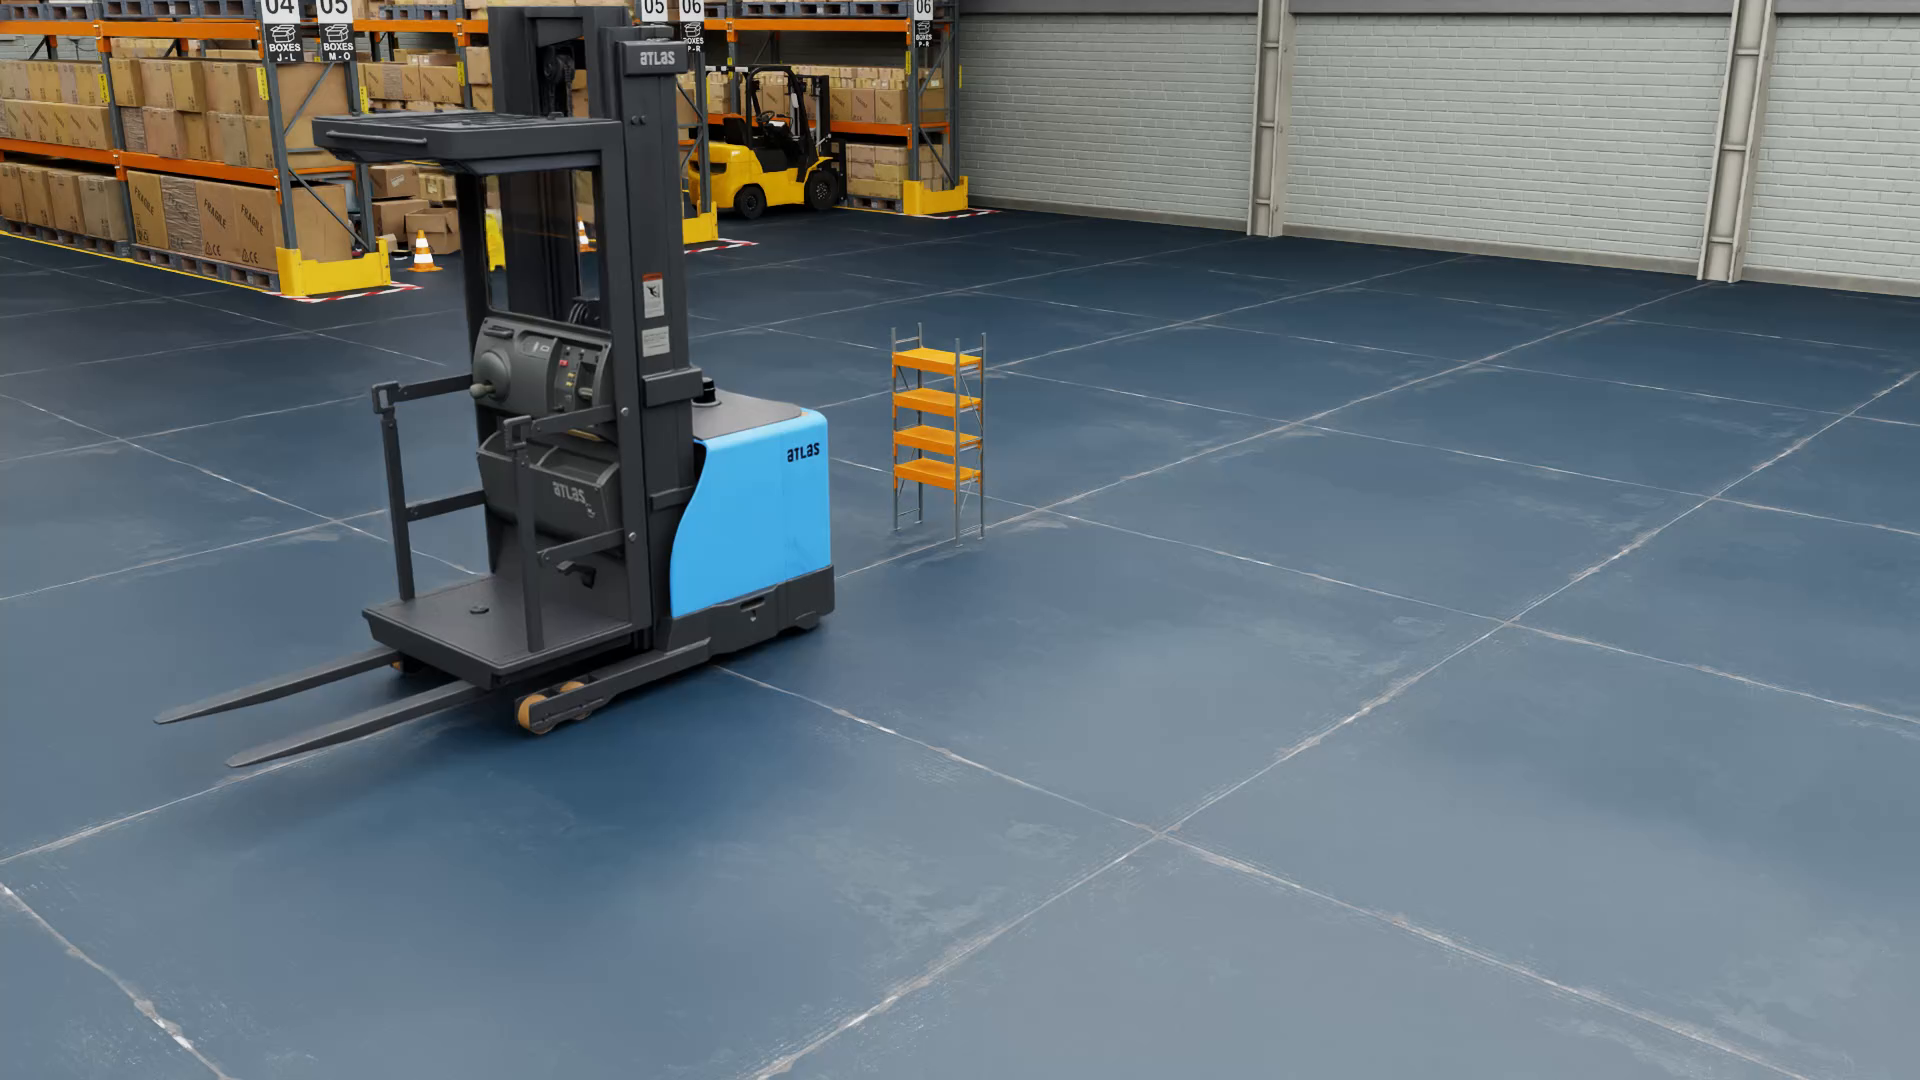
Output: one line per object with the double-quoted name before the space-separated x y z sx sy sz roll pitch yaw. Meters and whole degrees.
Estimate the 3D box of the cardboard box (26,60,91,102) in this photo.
"cardboard box" -11.780 -6.041 21.870 0.500 0.500 0.700 15 23 38

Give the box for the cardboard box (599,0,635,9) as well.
"cardboard box" -4.241 -6.889 21.156 0.500 0.250 0.500 15 23 39

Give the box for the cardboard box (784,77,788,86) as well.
"cardboard box" -2.577 -7.290 26.386 0.250 0.149 0.380 15 23 39

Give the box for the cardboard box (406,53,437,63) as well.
"cardboard box" -8.252 -7.387 25.506 0.250 0.149 0.380 14 22 37

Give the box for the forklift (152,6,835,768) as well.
"forklift" -1.971 -0.748 7.123 1.130 2.935 3.031 15 23 39

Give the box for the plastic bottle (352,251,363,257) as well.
"plastic bottle" -7.590 -3.570 20.758 0.133 0.061 0.283 7 19 21

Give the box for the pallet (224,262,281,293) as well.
"pallet" -7.540 -3.020 18.780 1.213 0.211 1.003 15 23 39

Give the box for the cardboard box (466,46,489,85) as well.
"cardboard box" -6.486 -6.679 23.387 0.500 0.500 0.700 15 23 39

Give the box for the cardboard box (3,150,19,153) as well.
"cardboard box" -13.969 -5.576 24.422 0.500 0.250 0.500 15 23 40

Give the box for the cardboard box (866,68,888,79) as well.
"cardboard box" -1.214 -7.082 25.240 0.250 0.149 0.380 16 23 40

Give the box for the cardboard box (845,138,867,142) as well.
"cardboard box" -1.743 -6.283 26.649 0.500 0.250 0.500 14 23 38

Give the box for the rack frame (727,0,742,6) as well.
"rack frame" -3.379 -10.133 26.665 0.127 3.000 1.000 15 23 39

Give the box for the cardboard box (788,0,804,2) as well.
"cardboard box" -2.471 -8.521 25.905 0.258 0.266 0.396 14 23 38

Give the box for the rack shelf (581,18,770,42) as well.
"rack shelf" -4.875 -8.762 28.493 4.000 0.370 1.077 15 23 39

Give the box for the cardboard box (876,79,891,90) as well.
"cardboard box" -1.044 -6.878 25.089 0.250 0.149 0.380 16 23 40

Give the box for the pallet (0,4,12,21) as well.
"pallet" -12.356 -7.035 22.175 1.003 0.211 1.213 16 24 42

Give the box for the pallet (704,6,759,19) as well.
"pallet" -4.048 -8.786 27.696 1.217 0.209 0.805 14 22 37

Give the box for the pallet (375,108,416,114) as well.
"pallet" -8.155 -6.473 25.368 1.213 0.211 1.003 15 23 39

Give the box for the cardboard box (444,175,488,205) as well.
"cardboard box" -7.065 -5.202 24.695 0.625 0.372 0.950 15 23 40

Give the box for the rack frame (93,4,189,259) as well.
"rack frame" -9.881 -5.010 20.439 0.127 3.000 1.000 15 23 39

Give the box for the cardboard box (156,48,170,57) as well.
"cardboard box" -13.952 -8.517 29.670 0.500 0.500 0.500 15 23 40

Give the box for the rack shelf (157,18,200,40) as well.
"rack shelf" -14.151 -9.245 30.013 4.000 0.370 1.077 15 23 39

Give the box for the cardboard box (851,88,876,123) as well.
"cardboard box" -1.312 -6.664 25.486 0.500 0.500 0.500 16 24 41

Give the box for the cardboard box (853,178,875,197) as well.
"cardboard box" -1.314 -5.485 25.787 0.500 0.250 0.500 15 23 39

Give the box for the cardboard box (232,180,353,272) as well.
"cardboard box" -7.441 -3.515 18.548 0.875 0.875 0.875 15 23 40

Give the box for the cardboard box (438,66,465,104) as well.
"cardboard box" -7.169 -6.580 24.036 0.500 0.500 0.500 15 23 38

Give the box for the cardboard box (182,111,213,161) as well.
"cardboard box" -8.382 -4.686 19.170 0.500 0.550 0.875 15 23 39

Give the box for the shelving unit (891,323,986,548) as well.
"shelving unit" -0.124 -0.605 9.535 0.503 1.200 0.258 15 23 39

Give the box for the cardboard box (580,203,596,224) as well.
"cardboard box" -4.845 -4.444 22.506 0.500 0.250 0.500 15 23 39

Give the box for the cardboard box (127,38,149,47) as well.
"cardboard box" -14.995 -9.095 30.422 0.250 0.149 0.380 14 22 38

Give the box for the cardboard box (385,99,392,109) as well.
"cardboard box" -8.519 -6.658 25.353 0.250 0.149 0.380 16 24 41

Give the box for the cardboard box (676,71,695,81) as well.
"cardboard box" -4.574 -7.847 28.142 0.250 0.149 0.380 14 23 38

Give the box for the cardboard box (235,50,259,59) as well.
"cardboard box" -11.744 -7.930 27.822 0.500 0.500 0.500 14 23 38

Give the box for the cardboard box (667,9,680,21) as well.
"cardboard box" -3.712 -6.797 21.526 0.250 0.149 0.380 15 23 39

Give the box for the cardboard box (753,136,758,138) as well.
"cardboard box" -3.226 -6.472 27.244 0.500 0.250 0.500 15 23 38

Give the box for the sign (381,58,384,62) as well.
"sign" -9.310 -7.592 26.792 0.005 0.325 0.100 15 23 39

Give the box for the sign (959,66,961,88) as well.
"sign" -0.015 -7.045 25.291 0.005 0.325 0.100 15 23 39

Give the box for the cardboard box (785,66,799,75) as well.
"cardboard box" -2.549 -7.439 26.364 0.250 0.149 0.380 15 23 38

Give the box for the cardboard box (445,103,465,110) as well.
"cardboard box" -7.239 -6.271 24.135 0.250 0.149 0.380 15 23 40

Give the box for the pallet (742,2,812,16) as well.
"pallet" -2.724 -8.496 26.611 1.213 0.211 1.003 15 23 39

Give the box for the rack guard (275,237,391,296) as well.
"rack guard" -6.872 -3.010 18.271 0.348 0.500 1.175 15 23 39

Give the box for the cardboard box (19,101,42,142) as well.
"cardboard box" -11.958 -5.507 21.839 0.500 0.500 0.500 15 23 39

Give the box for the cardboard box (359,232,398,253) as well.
"cardboard box" -7.373 -3.778 21.078 0.396 0.266 0.258 -13 22 -36

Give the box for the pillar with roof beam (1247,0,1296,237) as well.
"pillar with roof beam" 1.320 -7.495 18.352 0.400 9.000 9.100 15 23 39

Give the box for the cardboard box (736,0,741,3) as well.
"cardboard box" -3.884 -9.046 27.755 0.250 0.149 0.380 15 23 39

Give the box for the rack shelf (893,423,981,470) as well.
"rack shelf" -0.124 -0.541 9.555 0.480 0.148 0.258 15 23 39

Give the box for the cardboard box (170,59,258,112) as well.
"cardboard box" -8.426 -5.186 18.960 0.500 0.550 0.875 15 23 39
